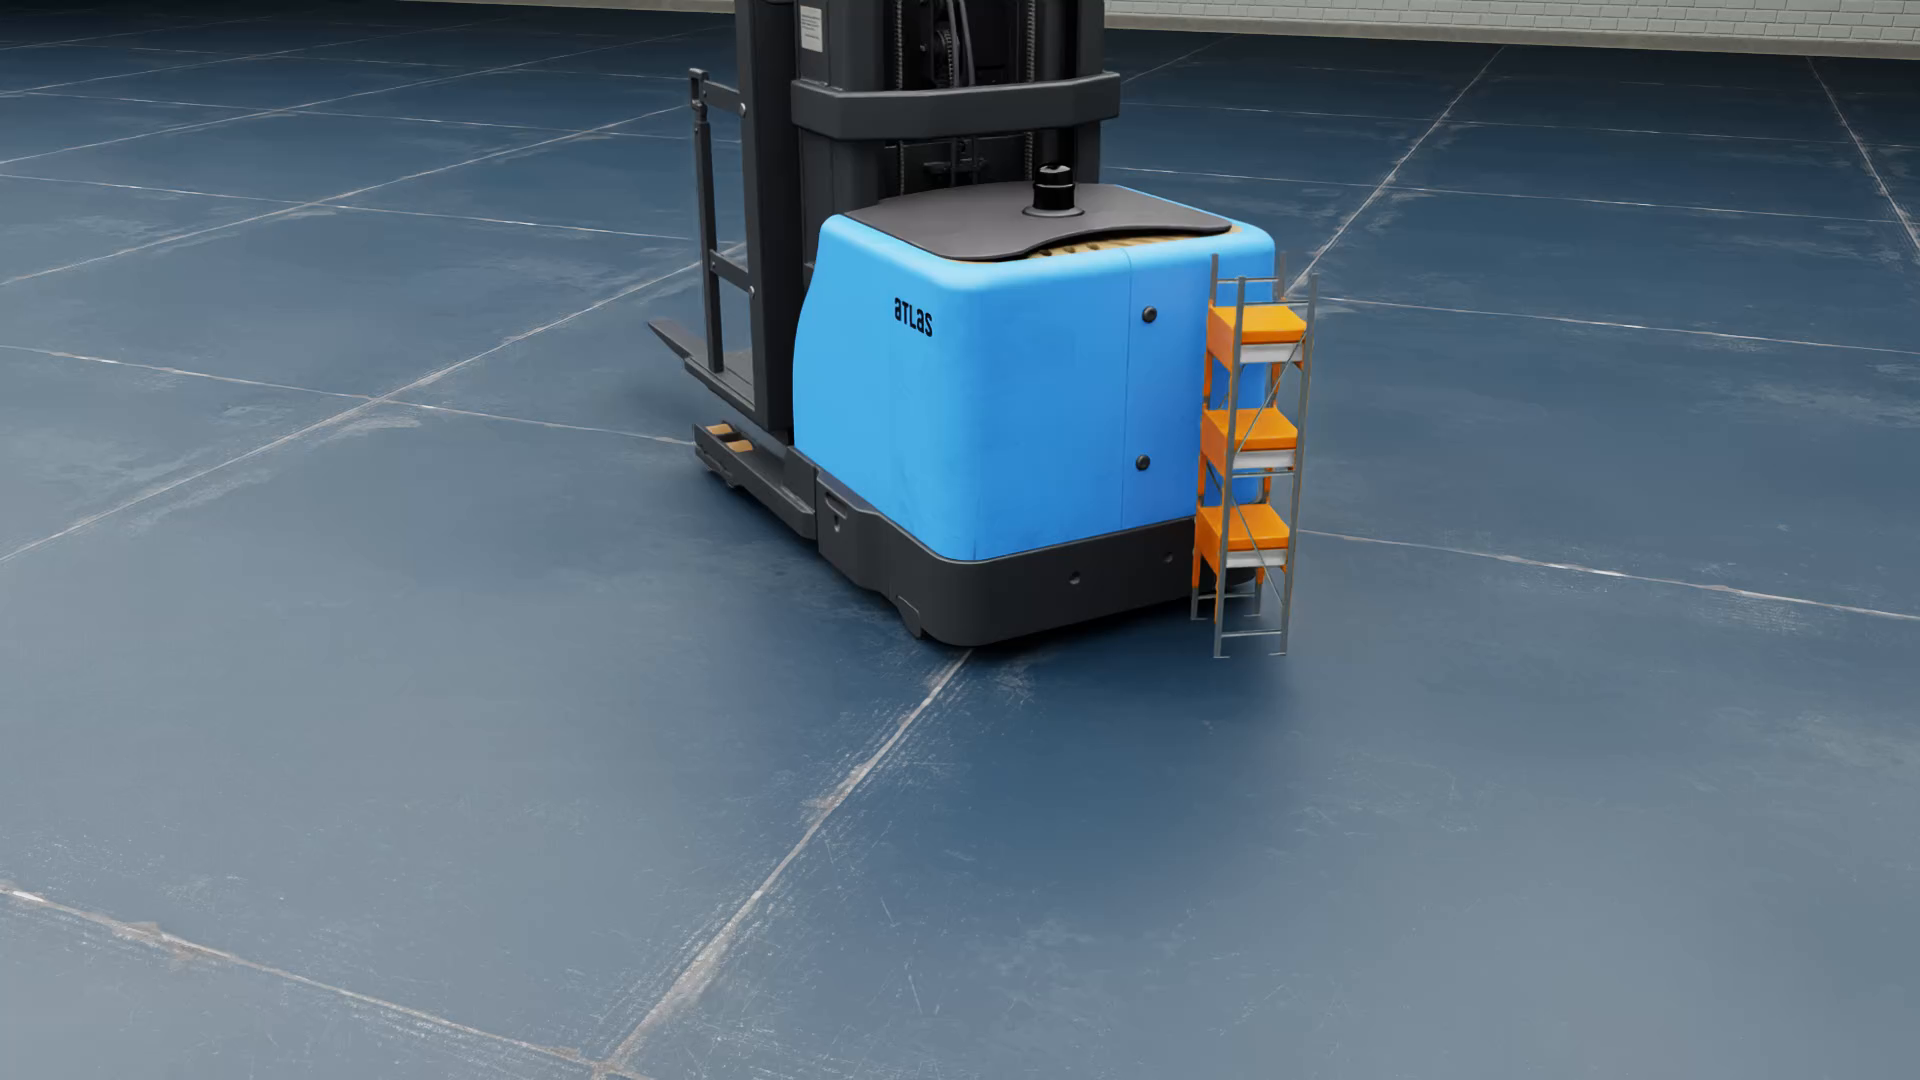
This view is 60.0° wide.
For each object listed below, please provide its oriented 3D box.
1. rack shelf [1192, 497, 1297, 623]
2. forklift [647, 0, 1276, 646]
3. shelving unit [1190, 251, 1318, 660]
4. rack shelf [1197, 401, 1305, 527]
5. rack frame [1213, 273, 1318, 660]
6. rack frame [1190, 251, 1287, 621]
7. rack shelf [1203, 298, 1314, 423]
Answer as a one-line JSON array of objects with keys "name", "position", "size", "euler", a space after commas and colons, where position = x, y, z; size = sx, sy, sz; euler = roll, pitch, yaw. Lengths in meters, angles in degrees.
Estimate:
[{"name": "rack shelf", "position": [0.766, 0.052, 4.512], "size": [0.215, 0.259, 0.240], "euler": [-3, 23, -7]}, {"name": "forklift", "position": [-0.274, -1.600, 5.277], "size": [1.130, 2.935, 3.031], "euler": [-12, 25, -26]}, {"name": "shelving unit", "position": [0.766, -0.214, 4.400], "size": [0.215, 1.050, 0.252], "euler": [-3, 23, -7]}, {"name": "rack shelf", "position": [0.766, -0.204, 4.405], "size": [0.215, 0.259, 0.240], "euler": [-3, 23, -7]}, {"name": "rack frame", "position": [0.782, -0.167, 4.289], "size": [0.200, 1.050, 0.008], "euler": [-3, 23, -7]}, {"name": "rack frame", "position": [0.751, -0.261, 4.512], "size": [0.200, 1.050, 0.008], "euler": [-3, 23, -7]}, {"name": "rack shelf", "position": [0.766, -0.466, 4.295], "size": [0.215, 0.259, 0.240], "euler": [-3, 23, -7]}]
